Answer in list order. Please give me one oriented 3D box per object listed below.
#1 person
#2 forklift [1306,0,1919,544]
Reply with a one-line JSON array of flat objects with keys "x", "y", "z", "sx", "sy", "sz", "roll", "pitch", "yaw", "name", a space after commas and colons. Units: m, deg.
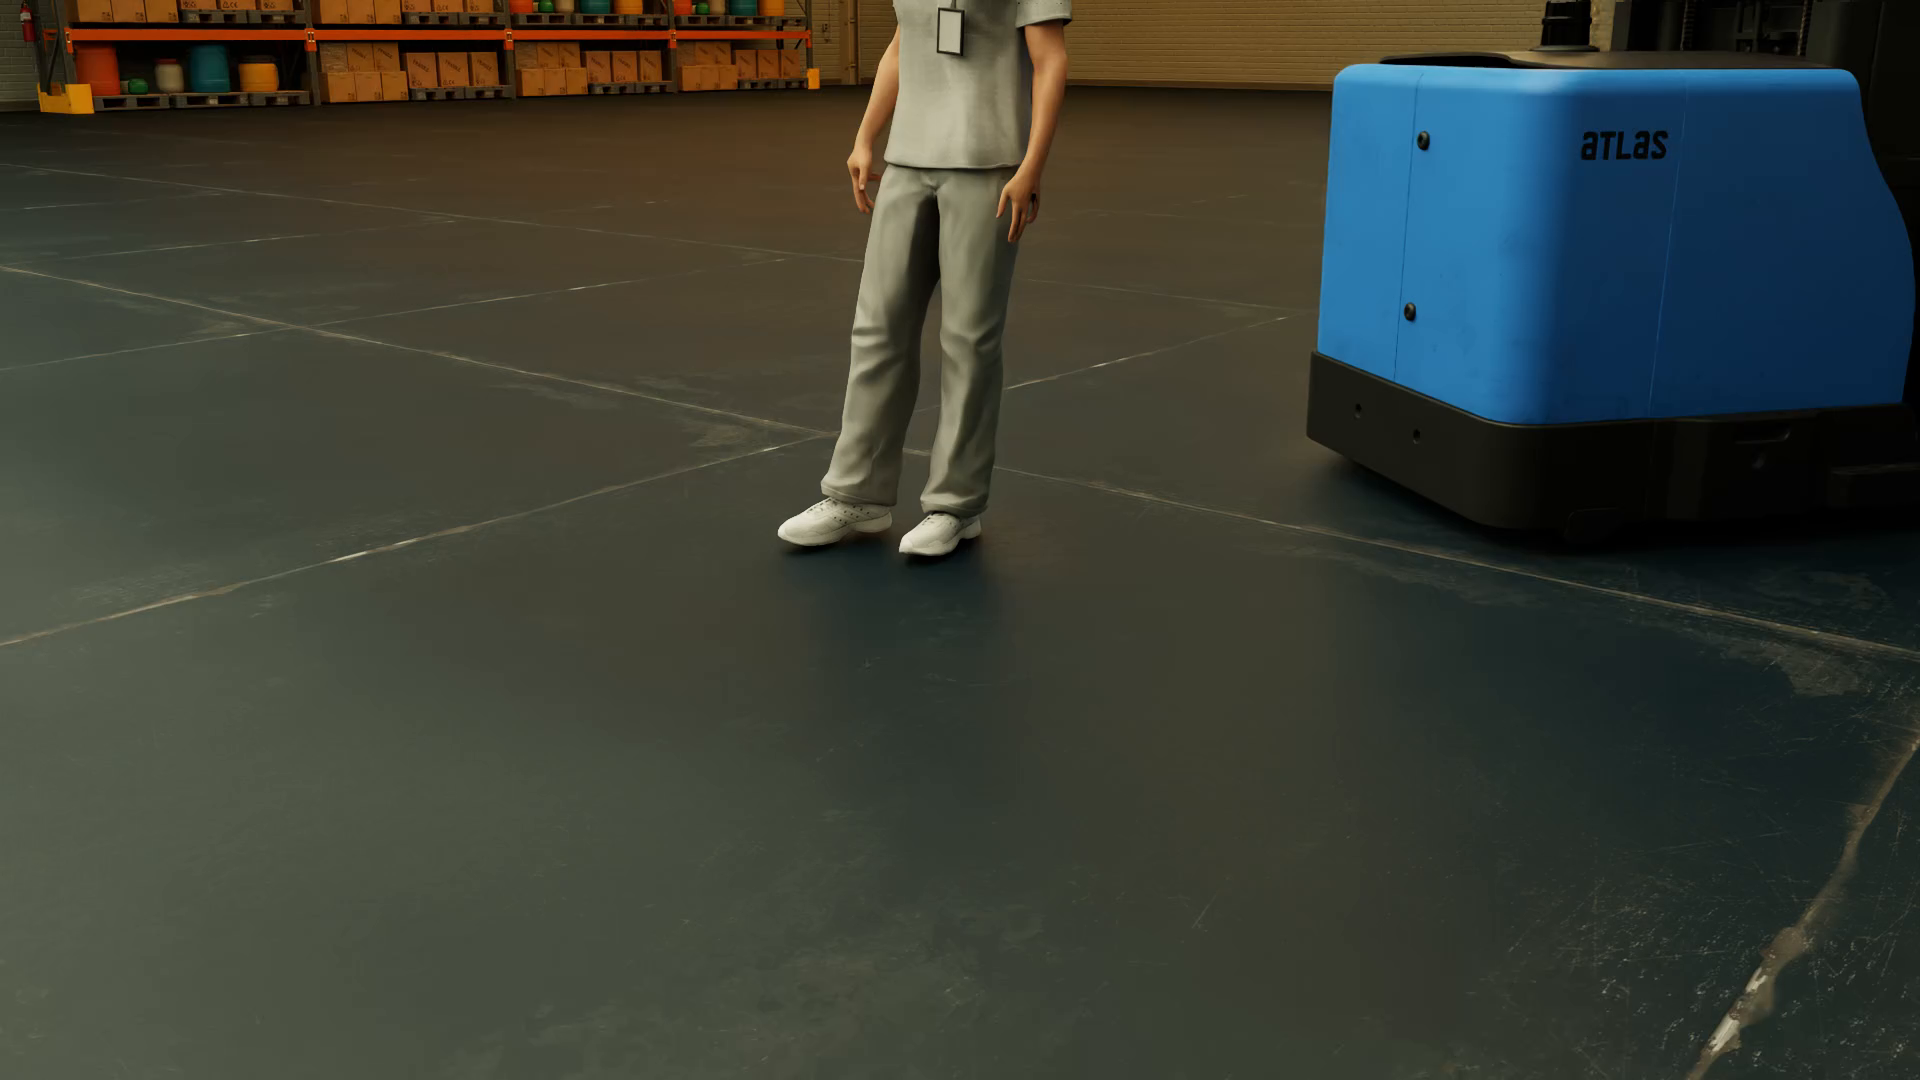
[{"x": -0.057, "y": -0.795, "z": 3.650, "sx": 0.550, "sy": 1.675, "sz": 0.549, "roll": 13, "pitch": 21, "yaw": 37, "name": "person"}, {"x": 2.543, "y": -1.606, "z": 4.185, "sx": 3.031, "sy": 2.935, "sz": 1.130, "roll": -4, "pitch": 17, "yaw": -14, "name": "forklift"}]
